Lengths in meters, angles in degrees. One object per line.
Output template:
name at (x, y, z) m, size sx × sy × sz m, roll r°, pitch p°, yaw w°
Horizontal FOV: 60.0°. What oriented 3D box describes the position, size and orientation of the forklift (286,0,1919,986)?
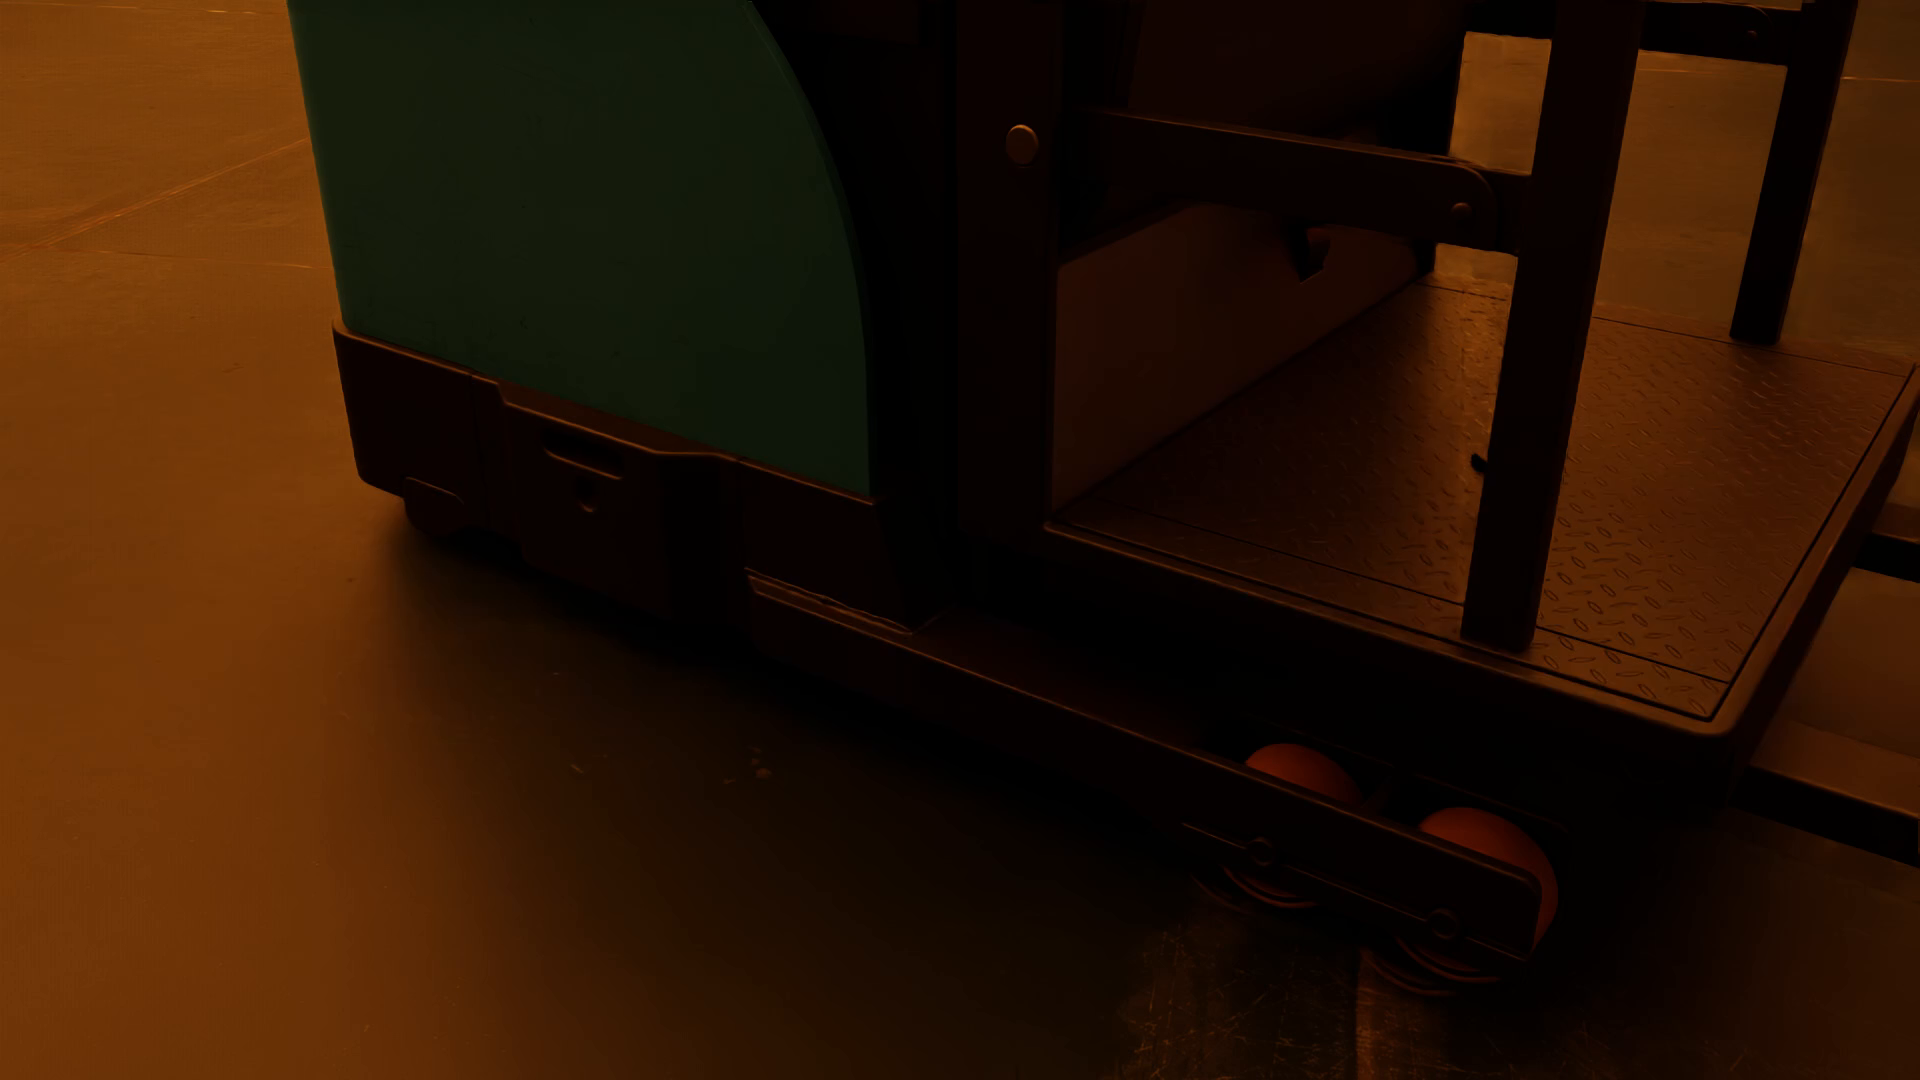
forklift at (0.564, -1.146, 1.518) m, size 3.031 × 2.935 × 1.130 m, roll 18°, pitch 32°, yaw 31°
